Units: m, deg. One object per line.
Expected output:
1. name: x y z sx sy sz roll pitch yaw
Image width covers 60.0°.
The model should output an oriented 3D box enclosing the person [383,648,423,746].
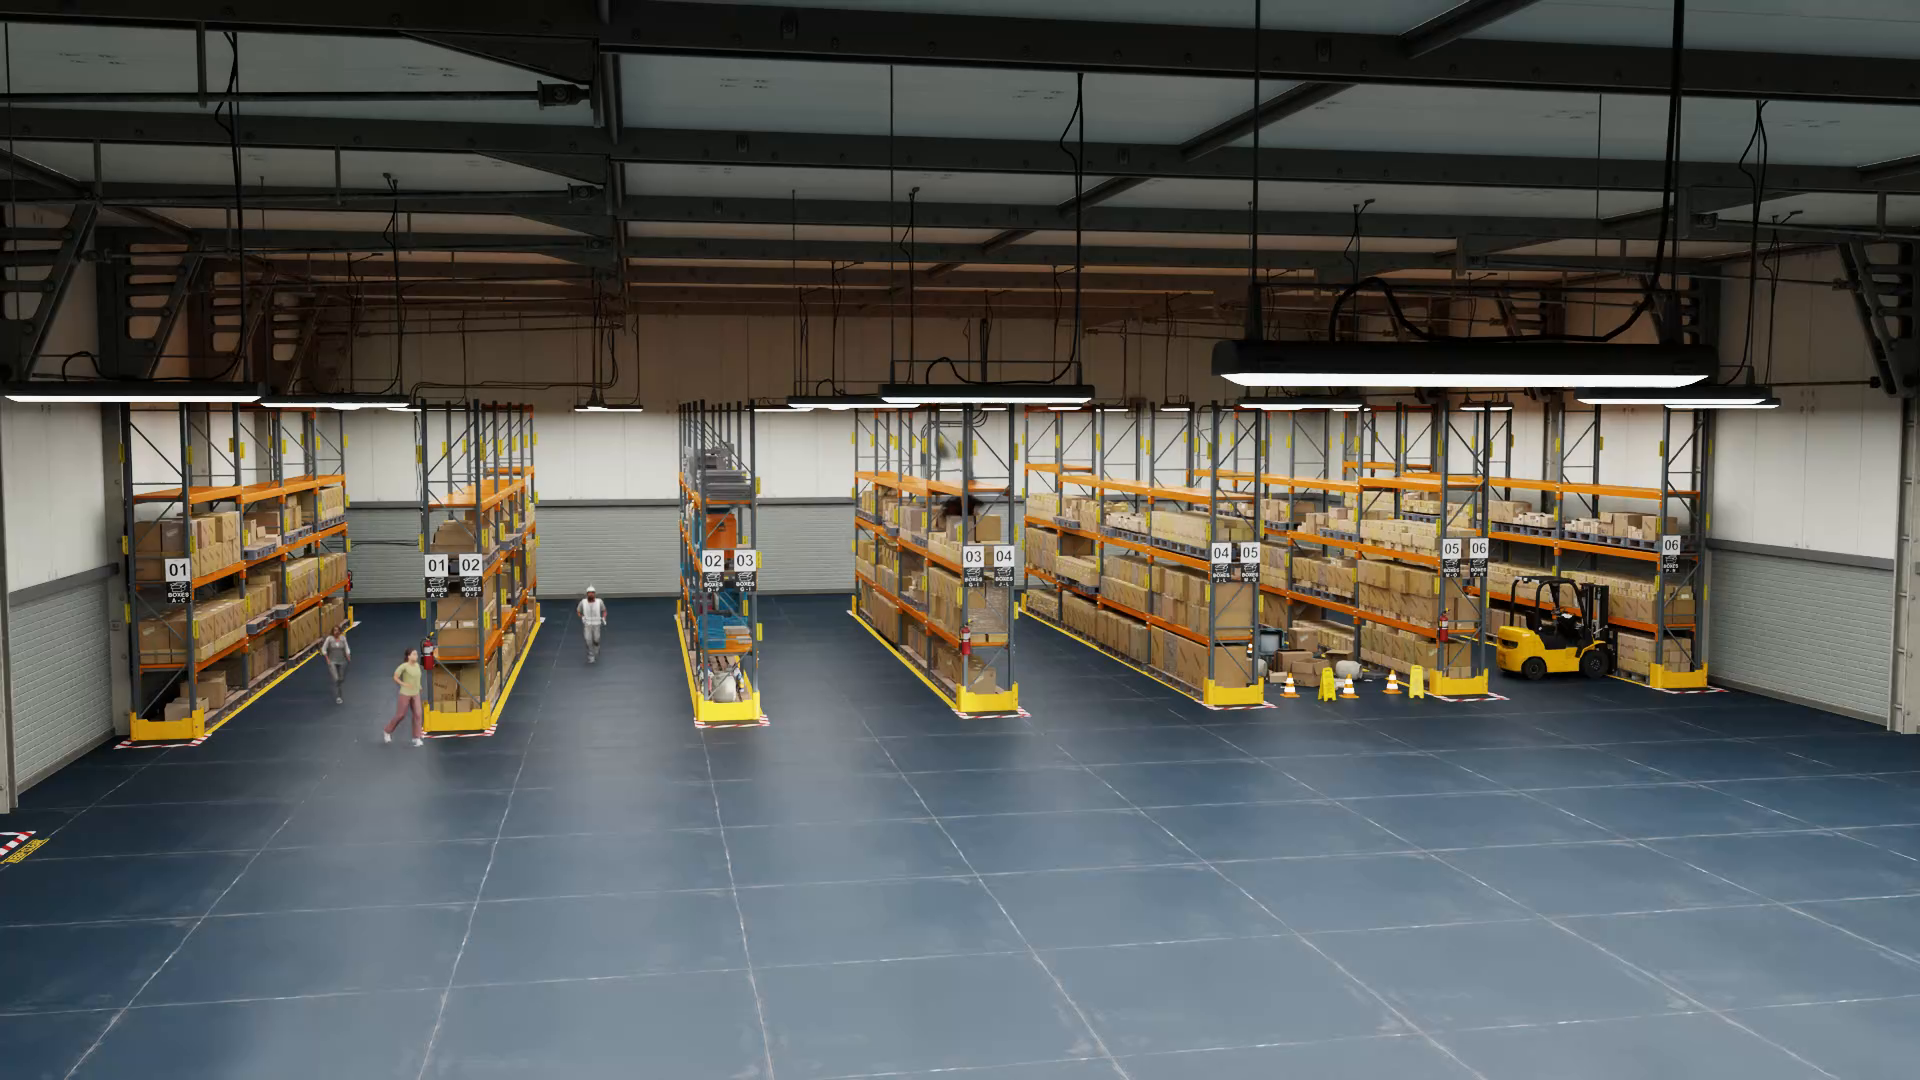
1. person: -9.553 2.702 28.919 0.943 1.651 0.644 3 5 35

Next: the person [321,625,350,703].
1. person: -12.463 2.454 33.193 0.525 1.562 0.680 -3 5 -31

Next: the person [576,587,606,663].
1. person: -8.533 1.957 38.518 0.685 1.737 0.603 -1 4 -13
